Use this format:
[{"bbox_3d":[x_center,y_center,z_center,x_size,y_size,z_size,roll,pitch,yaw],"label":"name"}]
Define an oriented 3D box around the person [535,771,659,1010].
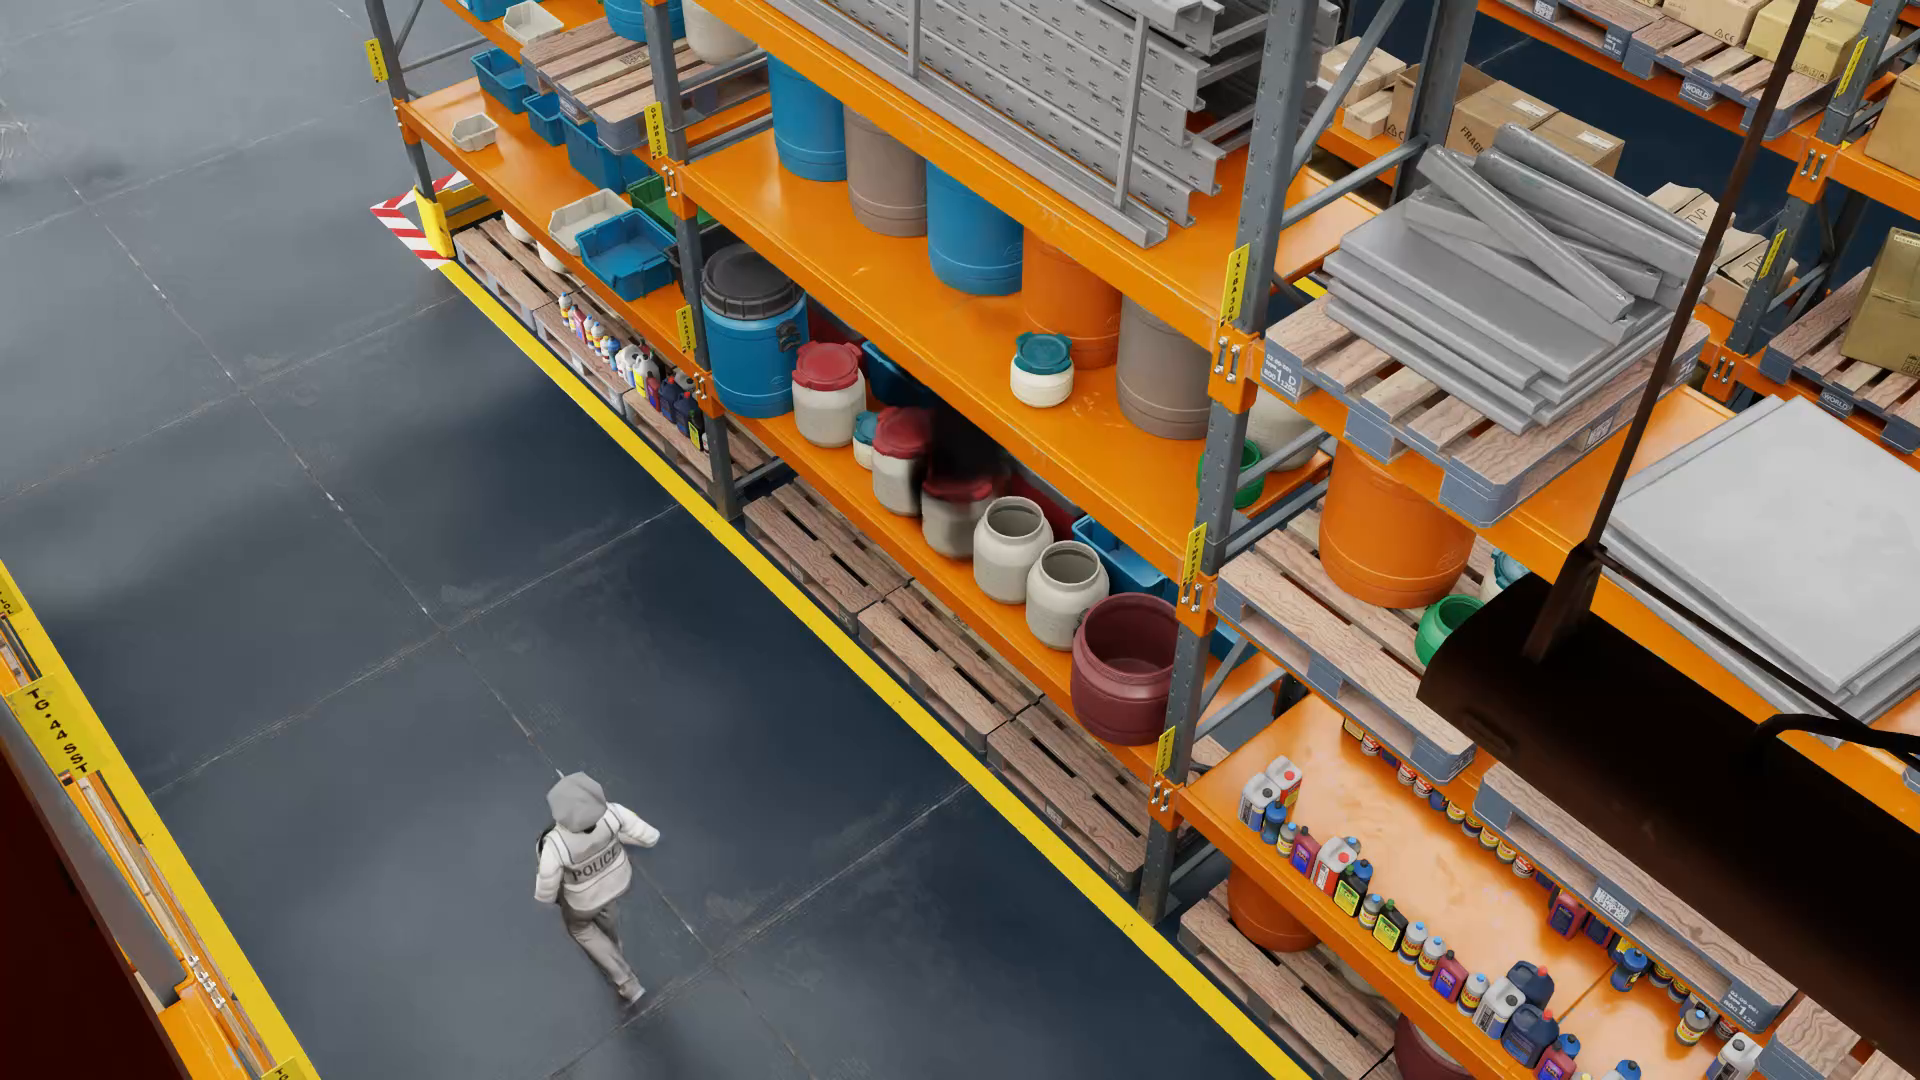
[{"bbox_3d":[-1.751,1.617,7.899,0.593,1.666,0.614,-34,55,-28],"label":"person"}]
